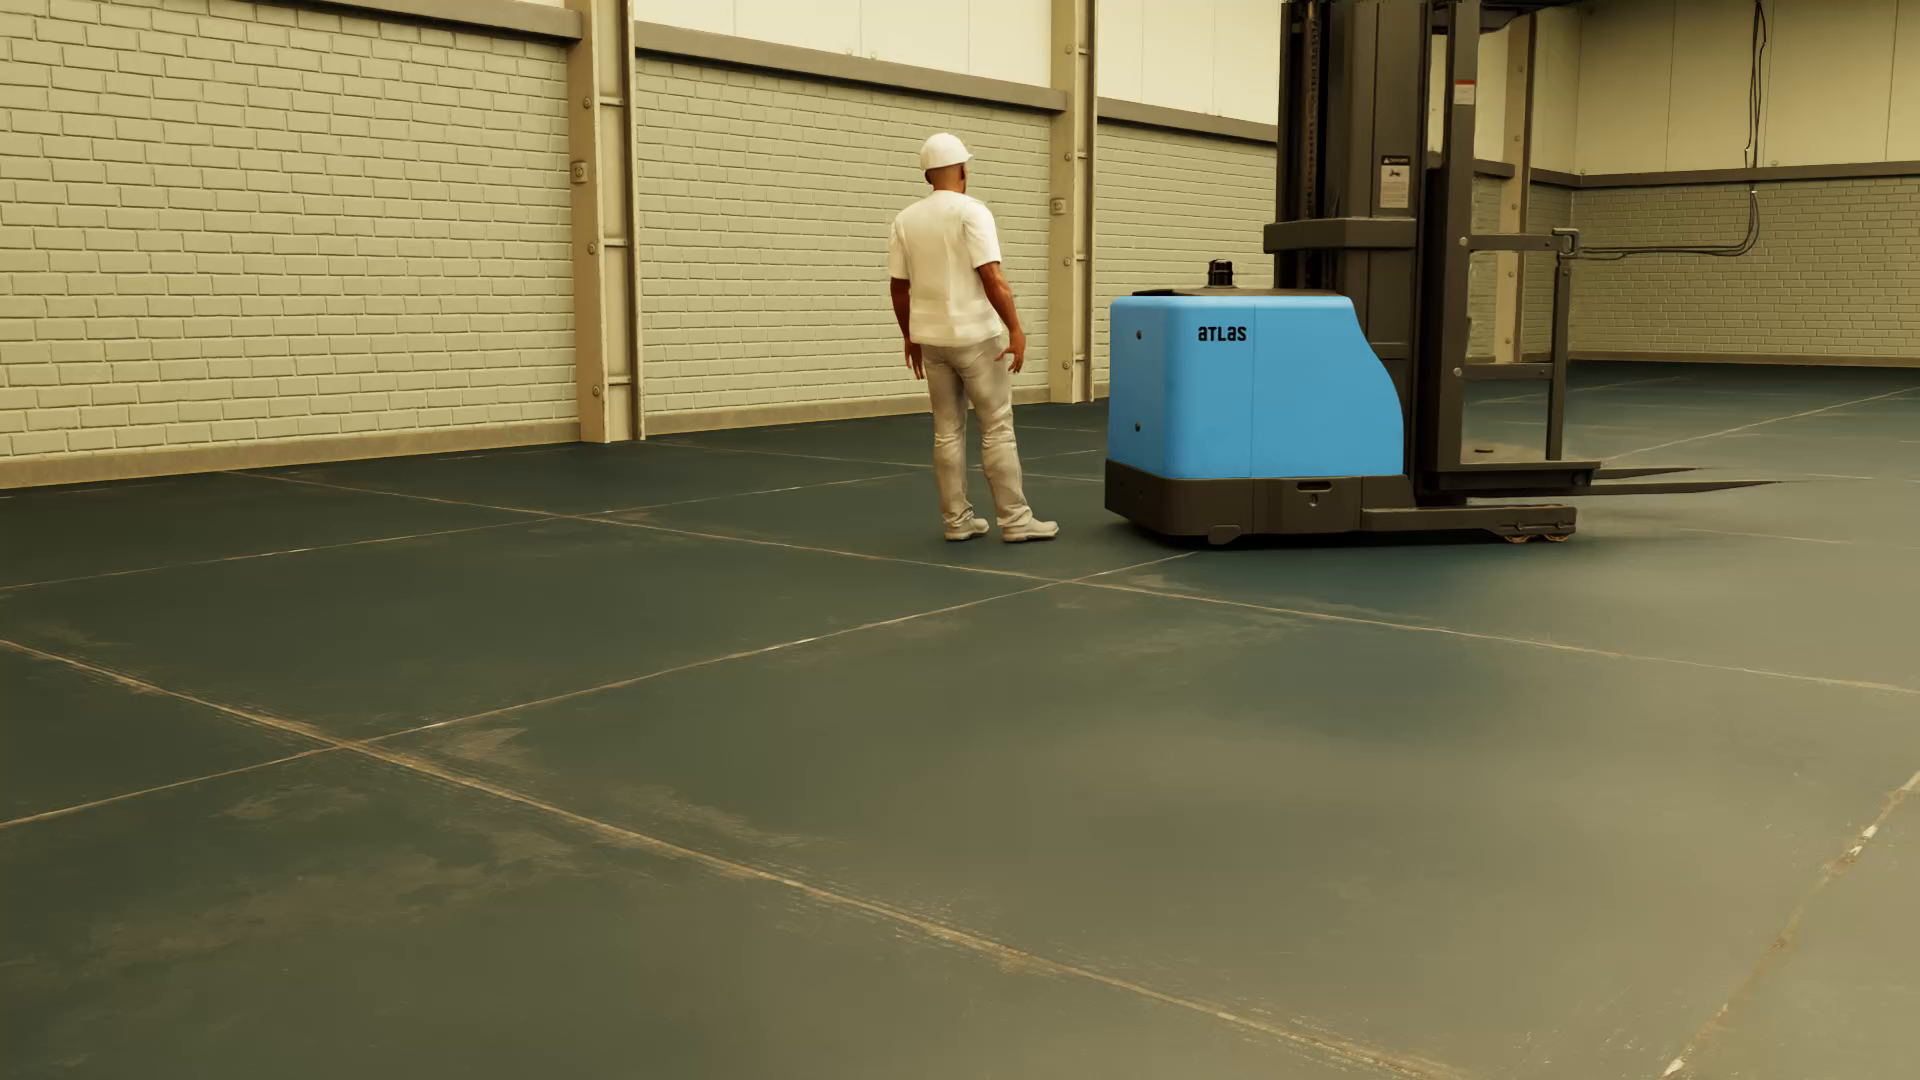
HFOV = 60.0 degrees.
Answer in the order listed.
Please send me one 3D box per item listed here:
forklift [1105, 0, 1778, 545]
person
[{"bbox_3d":[2.259,-1.509,7.594,3.031,2.935,1.130,-2,8,-11],"label":"forklift"},{"bbox_3d":[0.039,-0.888,7.340,0.668,1.765,0.572,7,11,39],"label":"person"}]
